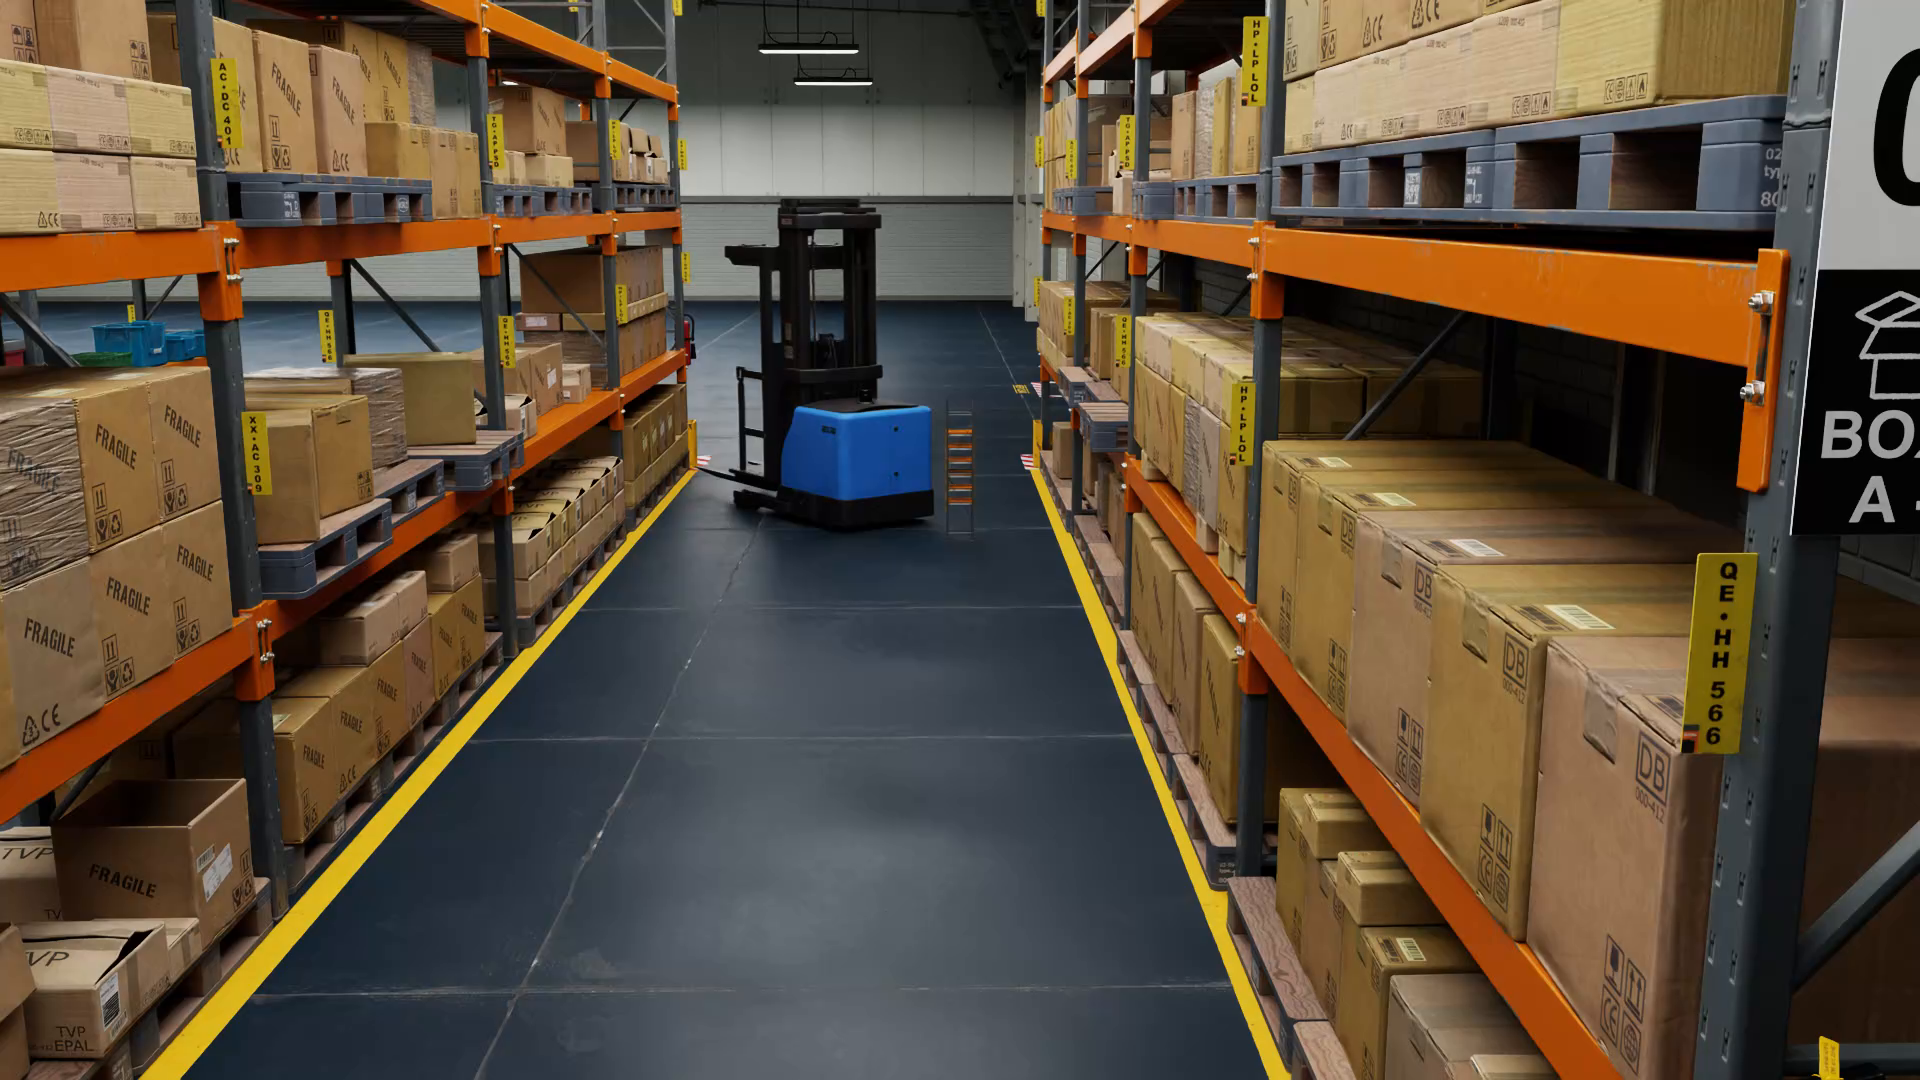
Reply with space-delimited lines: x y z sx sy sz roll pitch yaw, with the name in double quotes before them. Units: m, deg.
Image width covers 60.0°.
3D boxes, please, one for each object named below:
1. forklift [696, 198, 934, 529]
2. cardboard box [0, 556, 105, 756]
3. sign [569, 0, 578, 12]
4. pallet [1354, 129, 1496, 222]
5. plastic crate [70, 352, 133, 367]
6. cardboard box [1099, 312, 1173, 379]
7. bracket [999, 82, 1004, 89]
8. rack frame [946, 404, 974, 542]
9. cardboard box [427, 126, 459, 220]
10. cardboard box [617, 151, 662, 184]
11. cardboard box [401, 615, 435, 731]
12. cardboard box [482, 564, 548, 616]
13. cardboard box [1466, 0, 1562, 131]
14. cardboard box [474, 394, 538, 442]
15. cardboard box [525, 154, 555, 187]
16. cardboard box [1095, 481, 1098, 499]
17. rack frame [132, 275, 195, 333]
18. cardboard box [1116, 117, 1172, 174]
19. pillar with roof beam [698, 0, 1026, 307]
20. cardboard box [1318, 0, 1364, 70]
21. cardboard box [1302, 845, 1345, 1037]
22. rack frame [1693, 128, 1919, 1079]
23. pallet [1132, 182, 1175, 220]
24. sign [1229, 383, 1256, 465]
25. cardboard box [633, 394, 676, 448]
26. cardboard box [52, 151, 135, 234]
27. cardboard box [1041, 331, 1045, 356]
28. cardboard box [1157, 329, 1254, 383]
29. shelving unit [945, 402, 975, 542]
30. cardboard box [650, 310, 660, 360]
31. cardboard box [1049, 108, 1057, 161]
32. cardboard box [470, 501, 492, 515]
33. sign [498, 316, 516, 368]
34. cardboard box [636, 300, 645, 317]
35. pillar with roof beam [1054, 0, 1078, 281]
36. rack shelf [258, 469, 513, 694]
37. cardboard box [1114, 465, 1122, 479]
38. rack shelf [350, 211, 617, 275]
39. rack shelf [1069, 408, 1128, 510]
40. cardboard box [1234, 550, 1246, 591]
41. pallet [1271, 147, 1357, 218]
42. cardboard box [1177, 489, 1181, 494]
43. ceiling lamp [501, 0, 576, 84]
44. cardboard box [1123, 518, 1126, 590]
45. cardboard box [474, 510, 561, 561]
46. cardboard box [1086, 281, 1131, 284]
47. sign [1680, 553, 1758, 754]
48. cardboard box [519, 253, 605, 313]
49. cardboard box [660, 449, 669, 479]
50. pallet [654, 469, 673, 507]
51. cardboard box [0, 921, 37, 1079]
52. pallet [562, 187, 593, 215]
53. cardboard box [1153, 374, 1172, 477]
"forklift" -1.539 -1.774 15.932 1.130 2.935 3.031 -9 14 -37
"cardboard box" -3.003 0.344 5.066 0.500 0.500 0.500 0 11 0
"sign" -4.098 -5.769 17.616 0.100 0.325 0.005 0 11 -1
"pallet" 1.686 -0.953 4.389 1.003 0.211 1.213 0 11 -1
"plastic crate" -8.159 -1.647 15.667 0.450 0.188 0.662 0 11 -1
"cardboard box" 1.473 -1.573 13.410 0.700 0.500 0.500 1 12 5
"bracket" 1.256 -13.400 48.924 0.235 0.232 0.430 0 11 -1
"rack frame" 0.002 -0.573 14.364 0.240 1.200 0.006 0 11 -1
"cardboard box" -3.325 -2.036 9.253 0.910 0.500 0.500 0 11 -1
"cardboard box" -3.244 -3.657 16.314 0.500 0.311 0.500 1 12 6
"cardboard box" -3.096 0.697 8.760 0.500 0.500 0.500 -1 11 -3
"cardboard box" -3.095 0.332 11.239 0.500 0.250 0.500 0 11 -1
"cardboard box" 1.448 -1.035 3.640 0.500 0.250 0.500 -1 11 -3
"cardboard box" -3.203 -0.840 11.377 0.500 0.311 0.500 0 11 -2
"cardboard box" -3.443 -2.870 12.940 0.500 0.250 0.500 -1 12 -7
"cardboard box" 1.451 -0.454 15.273 0.380 0.166 0.250 -2 12 -9
"rack frame" -8.495 -2.275 18.230 1.000 3.000 0.127 0 11 -1
"cardboard box" 1.449 -2.892 12.416 0.500 0.500 0.500 -1 11 -3
"pillar with roof beam" -2.635 -11.066 46.473 9.100 9.000 0.548 0 11 -1
"cardboard box" 1.409 -1.704 5.055 0.500 0.500 0.500 0 11 -2
"cardboard box" 1.577 1.338 5.652 0.700 0.500 0.500 0 11 -2
"rack frame" 1.740 0.865 2.753 1.000 3.000 0.127 0 11 -1
"pallet" 1.641 -1.975 9.683 1.213 0.211 1.003 0 11 1
"sign" 1.115 -0.455 6.545 0.100 0.325 0.005 0 11 -1
"cardboard box" -3.199 -1.217 16.985 0.500 0.500 0.500 0 11 -1
"cardboard box" -3.019 -1.111 5.324 0.500 0.250 0.500 0 11 -1
"cardboard box" 1.127 -2.051 17.450 0.500 0.250 0.500 -1 11 -3
"cardboard box" 1.353 -1.000 9.009 0.500 0.250 0.500 0 11 -1
"shelving unit" 0.000 -0.591 14.454 0.258 1.200 0.189 0 11 -1
"cardboard box" -3.531 -2.147 17.344 0.700 0.500 0.500 0 11 0
"cardboard box" 1.156 -4.056 16.644 0.500 0.500 0.500 0 11 0
"cardboard box" -3.660 -0.144 12.176 0.500 0.311 0.500 0 11 -2
"sign" -2.835 -1.237 10.401 0.100 0.325 0.005 0 11 -1
"cardboard box" -3.310 -2.278 16.362 0.380 0.149 0.250 0 11 -2
"pillar with roof beam" -2.263 -7.488 28.836 9.100 9.000 0.548 0 11 -1
"rack shelf" -3.336 0.046 8.600 1.077 0.370 4.000 0 11 -1
"cardboard box" 1.536 -0.645 13.489 0.500 0.250 0.500 0 11 -2
"rack shelf" -3.419 -2.220 12.221 1.077 0.370 4.000 0 11 -1
"rack shelf" 1.533 -0.771 12.623 1.077 0.370 4.000 0 11 -1
"cardboard box" 1.367 0.117 7.021 0.380 0.149 0.250 0 11 -1
"pallet" 1.664 -1.194 5.581 1.003 0.211 1.213 0 11 -1
"cardboard box" 1.410 -0.342 9.280 0.380 0.149 0.250 0 11 0
"ceiling lamp" -10.549 -13.126 41.945 2.000 3.185 0.800 0 11 -1
"cardboard box" 1.508 0.141 11.501 0.700 0.500 0.500 0 11 0
"cardboard box" -3.114 -0.047 11.697 0.500 0.311 0.500 -1 11 -3
"cardboard box" 1.632 -2.527 17.911 0.500 0.500 0.500 0 11 -2
"sign" 1.197 0.180 2.617 0.100 0.325 0.005 0 11 -1
"cardboard box" -3.476 -2.273 14.703 0.700 0.500 0.500 0 11 -1
"cardboard box" -3.194 -0.750 16.569 0.500 0.250 0.500 0 11 -1
"pallet" -3.463 -0.535 16.663 1.003 0.211 1.213 0 11 -1
"cardboard box" -3.251 1.472 4.932 0.797 0.503 0.637 0 11 -1
"pallet" -3.429 -2.701 13.264 0.805 0.209 1.217 -1 11 -3
"cardboard box" 1.340 -0.630 9.070 0.500 0.500 0.500 0 11 -1
